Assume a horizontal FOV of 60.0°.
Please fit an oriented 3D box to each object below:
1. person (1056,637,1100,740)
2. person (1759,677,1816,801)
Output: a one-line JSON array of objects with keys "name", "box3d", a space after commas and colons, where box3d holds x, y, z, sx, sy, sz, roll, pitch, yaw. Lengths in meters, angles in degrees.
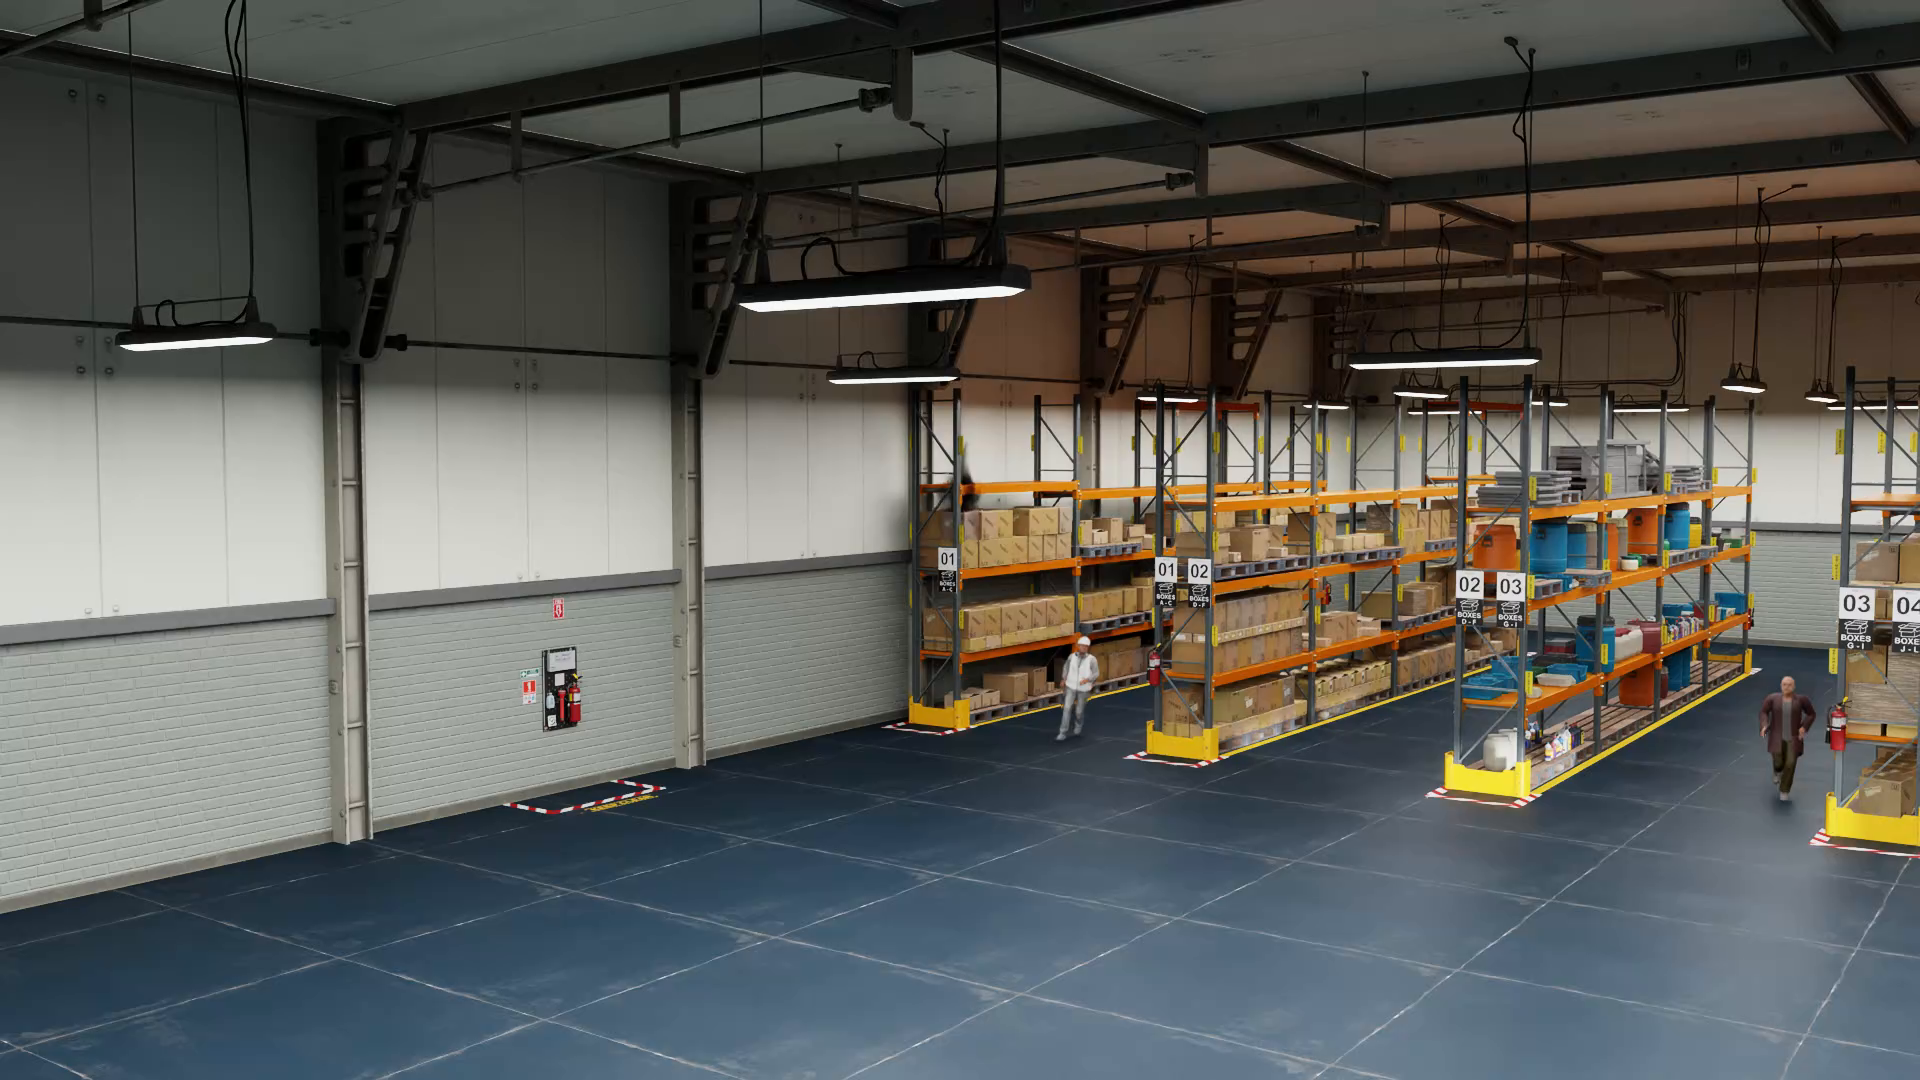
[{"name": "person", "box3d": [2.032, 2.487, 28.154, 0.685, 1.709, 0.994, 1, 3, 12]}, {"name": "person", "box3d": [11.796, 2.802, 23.715, 0.726, 1.734, 0.721, 1, 4, 24]}]
